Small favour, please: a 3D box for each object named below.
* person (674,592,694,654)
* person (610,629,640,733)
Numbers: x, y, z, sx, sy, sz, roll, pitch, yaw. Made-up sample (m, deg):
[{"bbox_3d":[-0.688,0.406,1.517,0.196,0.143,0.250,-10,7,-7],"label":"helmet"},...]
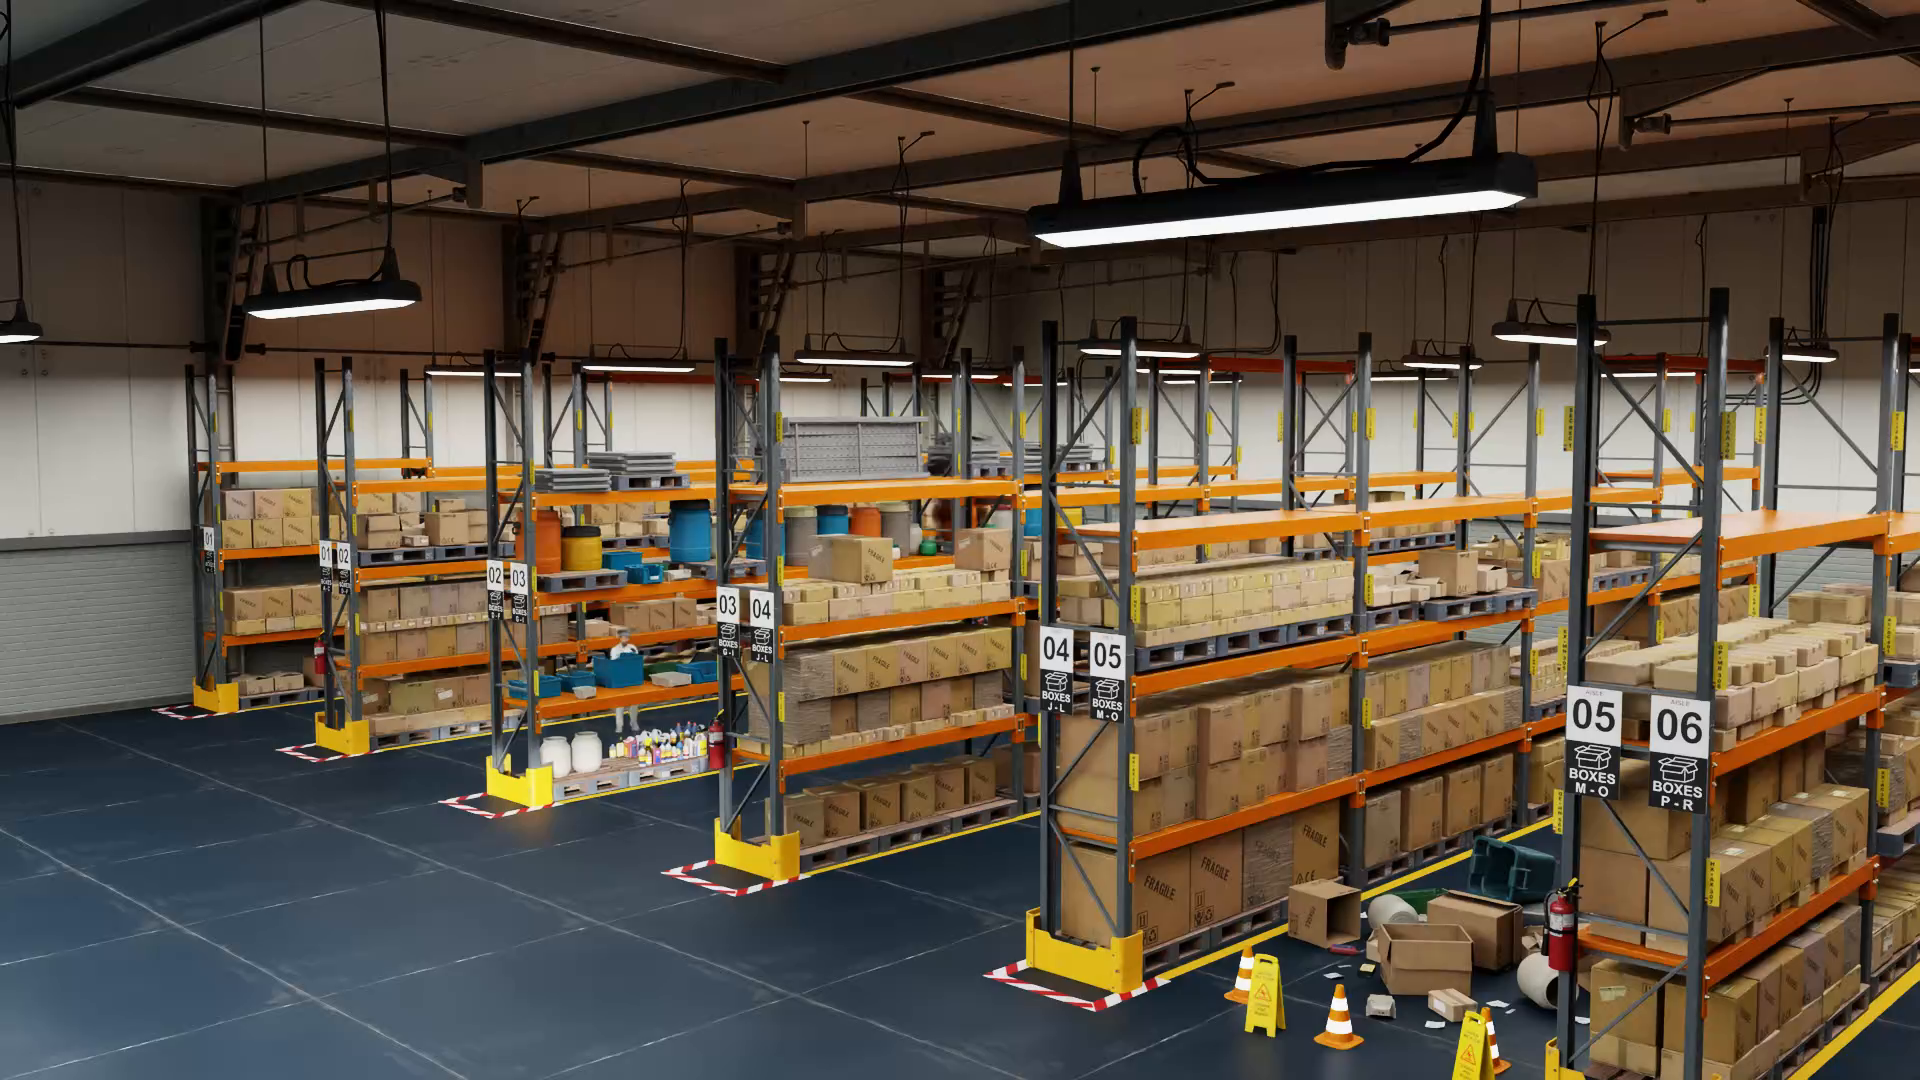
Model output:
[{"bbox_3d":[-5.540,1.778,33.246,0.444,1.677,0.476,-1,4,-8],"label":"person"},{"bbox_3d":[-5.440,2.295,27.011,0.576,1.747,0.348,-2,5,-28],"label":"person"}]
